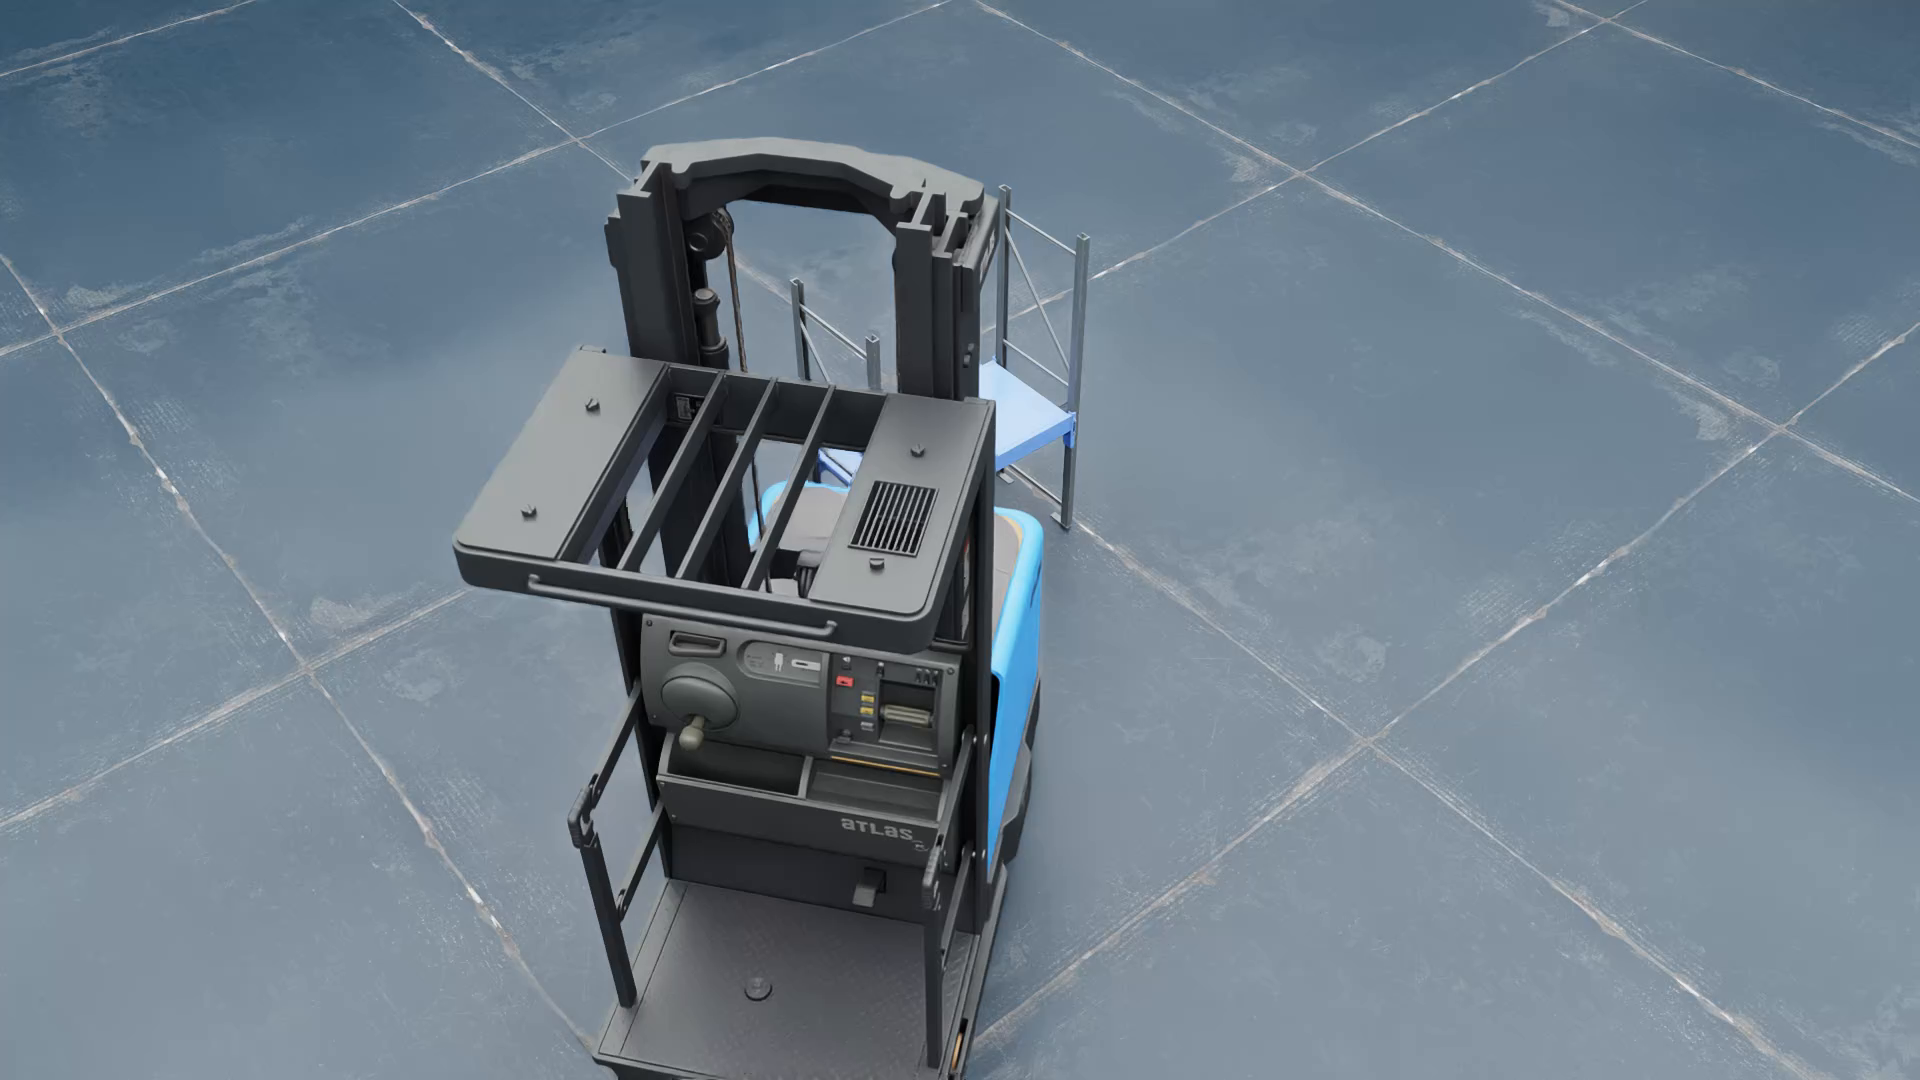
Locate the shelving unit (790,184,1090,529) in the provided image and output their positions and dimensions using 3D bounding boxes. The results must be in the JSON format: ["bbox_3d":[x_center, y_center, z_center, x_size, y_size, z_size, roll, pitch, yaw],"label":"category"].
[{"bbox_3d":[-0.065,-0.509,6.750,1.048,1.500,0.538,-30,51,-28],"label":"shelving unit"}]

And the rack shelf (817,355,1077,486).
[{"bbox_3d":[-0.065,-0.378,6.873,1.000,0.185,0.538,-30,51,-28],"label":"rack shelf"}]

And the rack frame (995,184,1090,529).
[{"bbox_3d":[0.325,-0.732,6.988,0.032,1.500,0.500,-30,51,-28],"label":"rack frame"}]

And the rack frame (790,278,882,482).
[{"bbox_3d":[-0.455,-0.286,6.513,0.032,1.500,0.500,-30,51,-28],"label":"rack frame"}]

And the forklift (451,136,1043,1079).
[{"bbox_3d":[-0.505,0.536,4.592,1.130,2.935,3.031,8,44,9],"label":"forklift"}]
